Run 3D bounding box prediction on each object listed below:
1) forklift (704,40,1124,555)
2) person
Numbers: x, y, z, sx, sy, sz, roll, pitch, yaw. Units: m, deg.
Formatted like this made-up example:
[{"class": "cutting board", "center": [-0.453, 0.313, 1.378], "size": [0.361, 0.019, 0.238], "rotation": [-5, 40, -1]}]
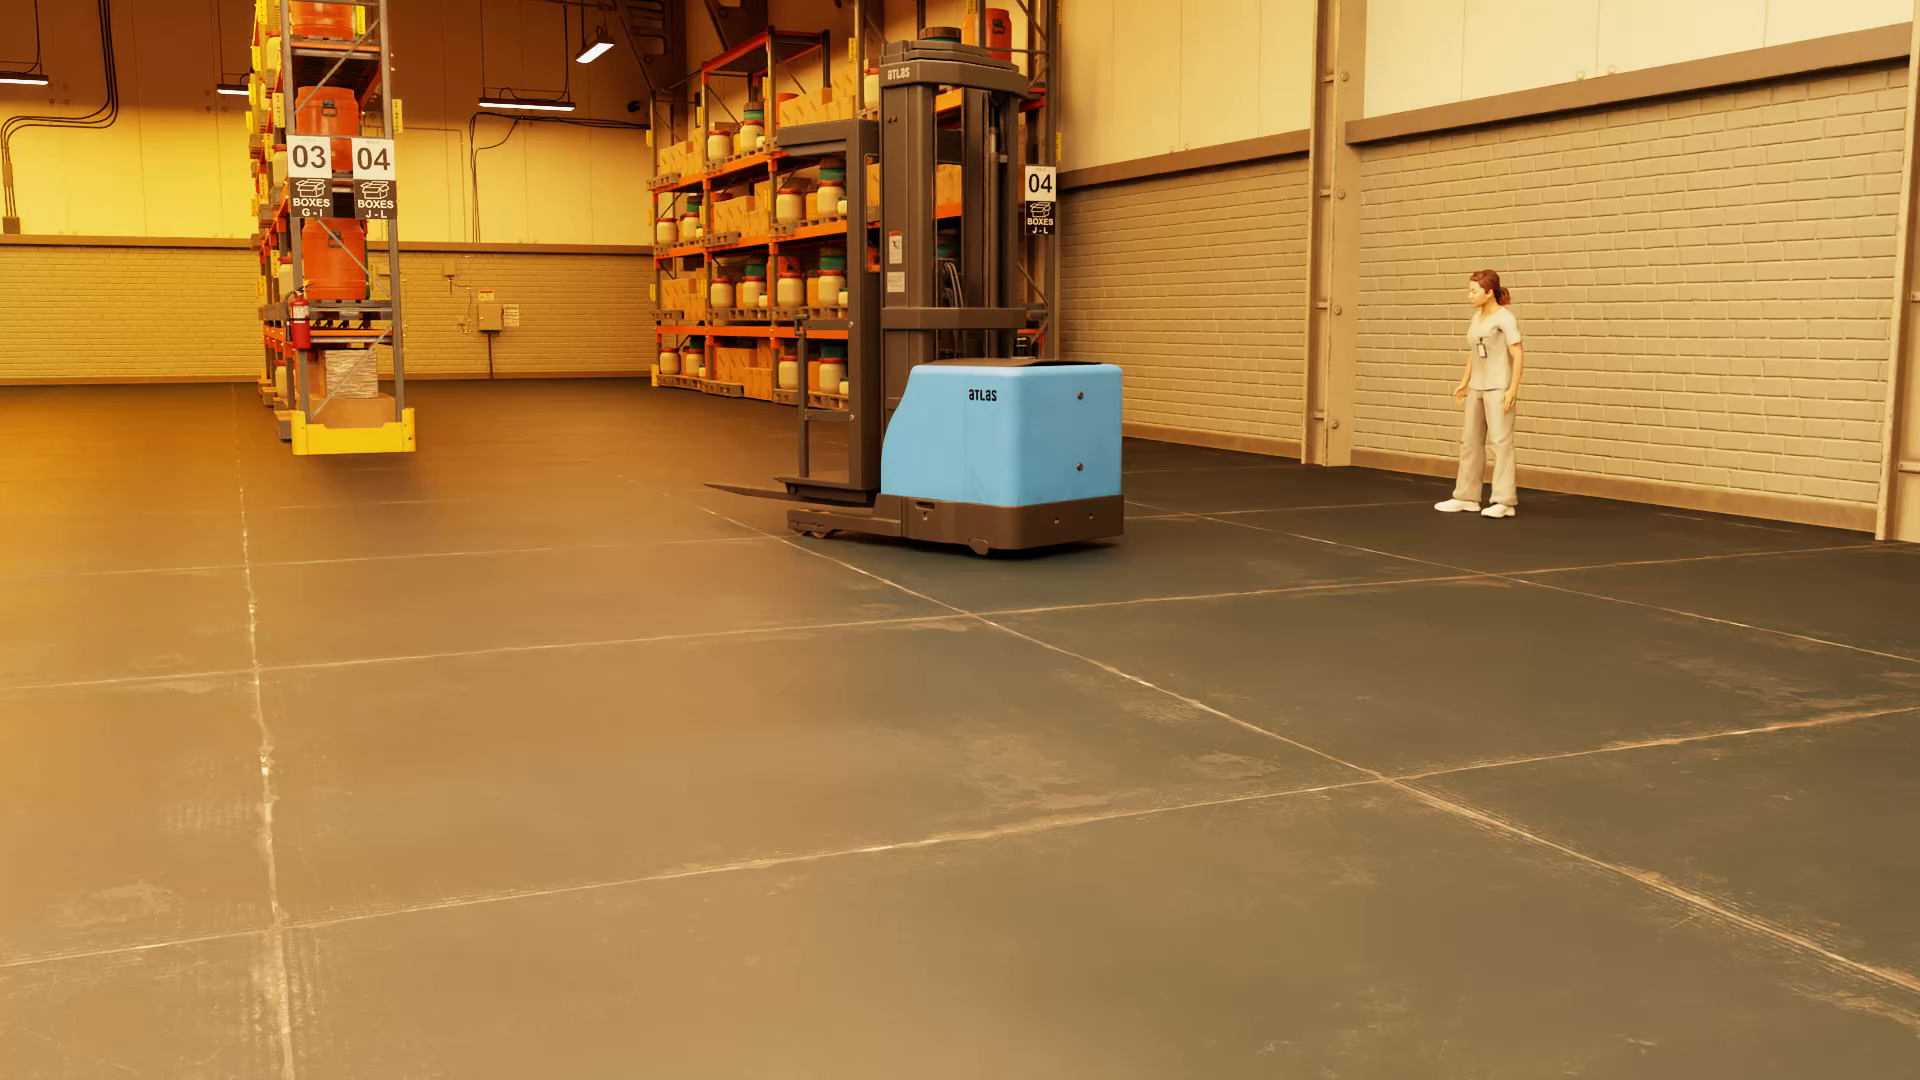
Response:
[{"class": "forklift", "center": [-0.436, -1.509, 10.383], "size": [3.031, 2.935, 1.130], "rotation": [7, 10, 44]}, {"class": "person", "center": [3.613, -1.012, 11.435], "size": [0.399, 1.680, 0.571], "rotation": [-2, 8, -17]}]
